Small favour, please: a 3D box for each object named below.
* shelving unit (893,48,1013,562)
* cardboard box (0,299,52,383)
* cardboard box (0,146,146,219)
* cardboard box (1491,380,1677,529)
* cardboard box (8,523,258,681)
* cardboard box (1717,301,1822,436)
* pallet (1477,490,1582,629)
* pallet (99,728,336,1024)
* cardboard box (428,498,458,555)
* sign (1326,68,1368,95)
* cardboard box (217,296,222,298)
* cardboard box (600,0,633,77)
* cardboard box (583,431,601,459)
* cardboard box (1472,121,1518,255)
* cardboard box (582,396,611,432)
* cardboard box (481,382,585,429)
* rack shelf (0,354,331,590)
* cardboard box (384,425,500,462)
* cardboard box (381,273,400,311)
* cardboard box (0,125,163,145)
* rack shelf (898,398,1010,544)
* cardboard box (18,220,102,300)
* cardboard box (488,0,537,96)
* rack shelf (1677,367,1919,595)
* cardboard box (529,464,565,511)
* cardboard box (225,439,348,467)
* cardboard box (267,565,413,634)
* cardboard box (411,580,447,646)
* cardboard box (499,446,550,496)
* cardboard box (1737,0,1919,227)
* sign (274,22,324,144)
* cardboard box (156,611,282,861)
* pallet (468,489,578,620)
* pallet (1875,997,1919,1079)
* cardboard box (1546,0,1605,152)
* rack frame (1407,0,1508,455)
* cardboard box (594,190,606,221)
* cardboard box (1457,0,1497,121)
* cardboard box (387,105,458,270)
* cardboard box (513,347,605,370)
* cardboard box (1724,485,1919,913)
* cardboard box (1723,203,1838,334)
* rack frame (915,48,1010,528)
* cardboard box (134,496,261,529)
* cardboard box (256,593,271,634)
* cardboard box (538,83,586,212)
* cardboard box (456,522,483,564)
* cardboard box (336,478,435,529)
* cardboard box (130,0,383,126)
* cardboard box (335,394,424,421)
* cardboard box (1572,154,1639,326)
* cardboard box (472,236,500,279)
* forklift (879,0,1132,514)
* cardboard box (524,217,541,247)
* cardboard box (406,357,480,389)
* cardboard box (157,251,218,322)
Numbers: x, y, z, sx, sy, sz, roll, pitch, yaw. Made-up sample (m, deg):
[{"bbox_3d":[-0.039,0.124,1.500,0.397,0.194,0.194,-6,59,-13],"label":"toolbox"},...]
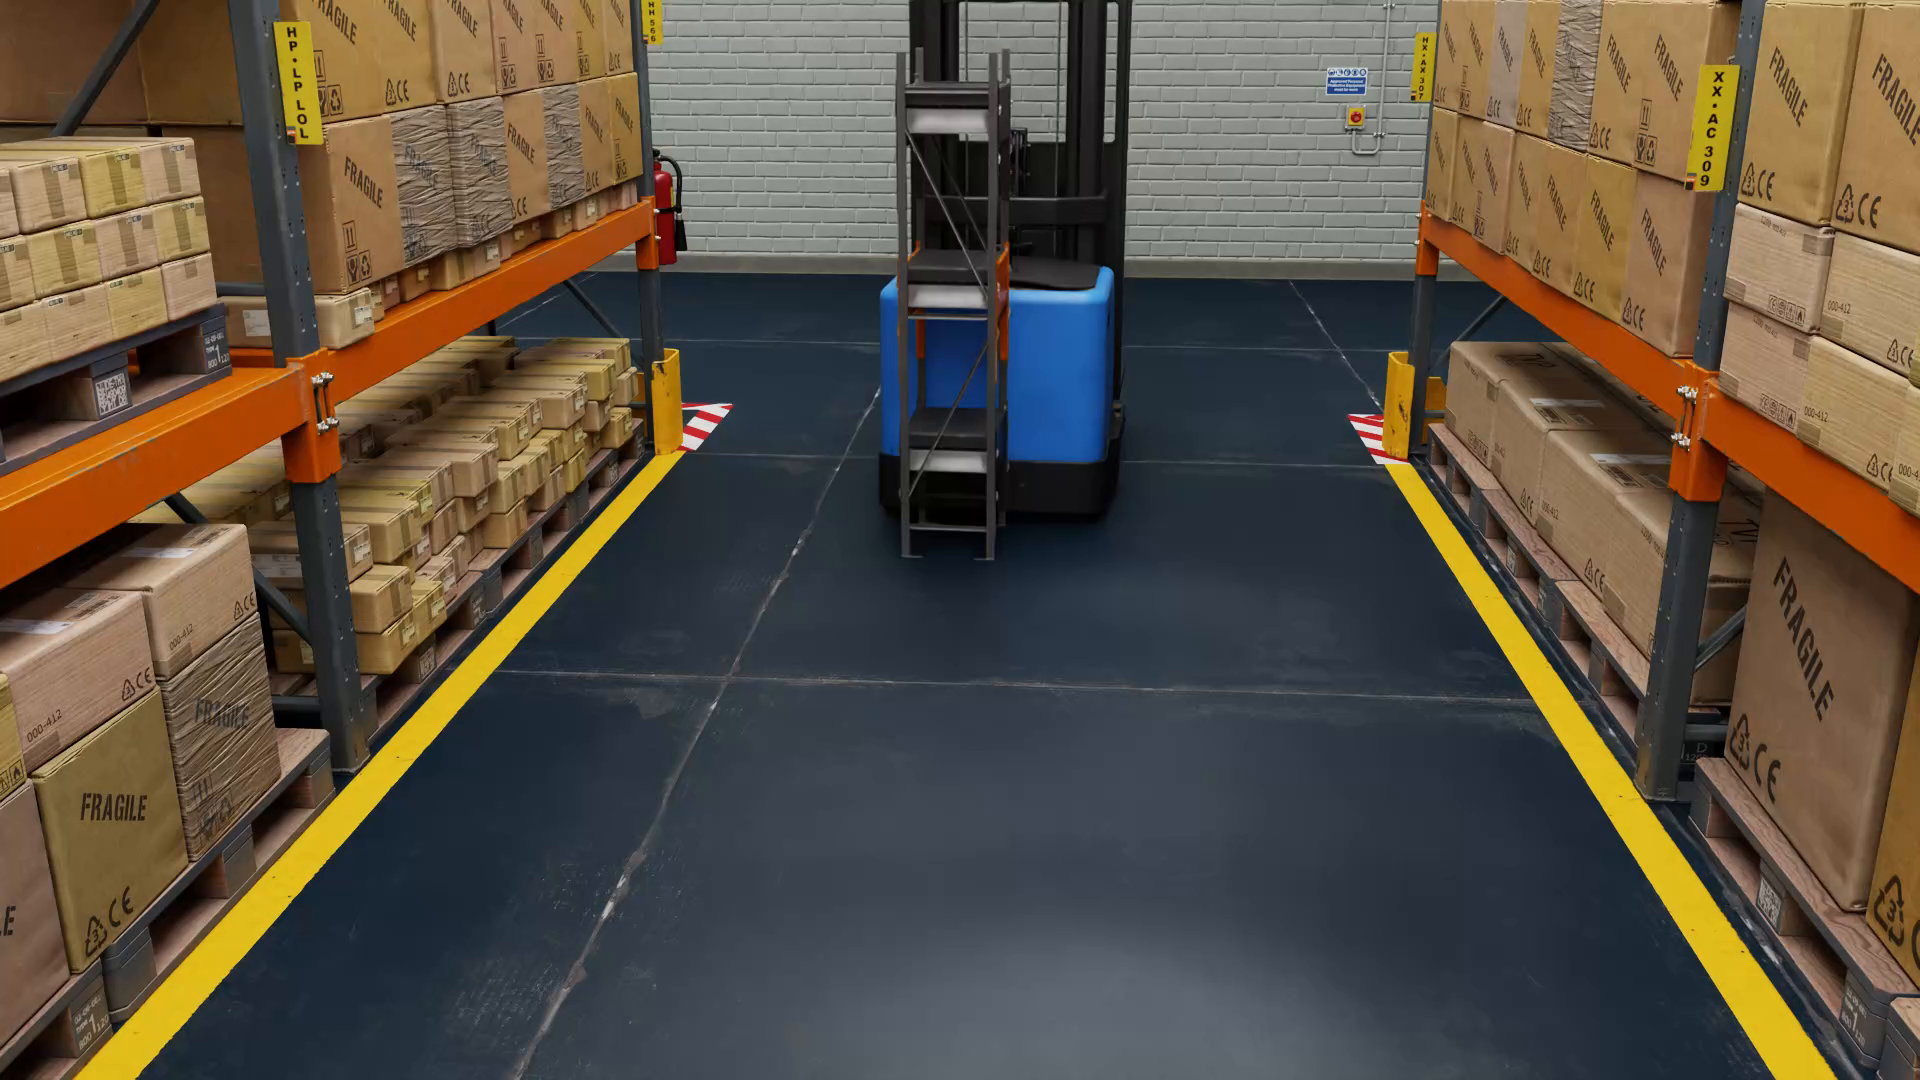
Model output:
[{"bbox_3d":[-0.021,-0.987,7.063,0.431,2.100,0.503,2,18,7],"label":"shelving unit"},{"bbox_3d":[-2.266,-0.437,3.668,0.380,0.149,0.250,0,18,1],"label":"cardboard box"},{"bbox_3d":[-2.231,-0.871,4.037,0.380,0.149,0.250,1,18,2],"label":"cardboard box"},{"bbox_3d":[2.848,-0.374,7.187,0.875,0.438,0.875,2,18,5],"label":"cardboard box"},{"bbox_3d":[-2.180,0.149,4.288,0.500,0.250,0.500,1,18,2],"label":"cardboard box"},{"bbox_3d":[2.271,-0.439,4.187,0.500,0.250,0.500,1,18,3],"label":"cardboard box"},{"bbox_3d":[2.783,0.070,6.872,1.003,0.211,1.213,1,18,4],"label":"pallet"},{"bbox_3d":[-2.433,0.847,4.500,1.003,0.211,1.213,1,18,4],"label":"pallet"},{"bbox_3d":[-2.101,-0.053,6.193,0.380,0.149,0.250,0,18,1],"label":"cardboard box"},{"bbox_3d":[3.190,-3.784,13.719,0.327,0.218,0.001,1,18,4],"label":"sign"},{"bbox_3d":[-2.603,-0.859,5.631,0.380,0.149,0.250,2,18,6],"label":"cardboard box"},{"bbox_3d":[-1.876,-2.479,7.927,0.500,0.500,0.500,1,18,3],"label":"cardboard box"},{"bbox_3d":[-1.944,-0.477,7.966,0.380,0.149,0.250,1,18,4],"label":"cardboard box"},{"bbox_3d":[2.469,-1.473,6.941,0.500,0.500,0.500,1,18,4],"label":"cardboard box"},{"bbox_3d":[-1.880,-0.617,7.915,0.380,0.149,0.250,1,18,2],"label":"cardboard box"},{"bbox_3d":[-1.890,-0.596,7.374,0.380,0.149,0.250,2,18,6],"label":"cardboard box"},{"bbox_3d":[-2.522,0.243,3.020,1.077,0.370,4.000,1,18,4],"label":"rack shelf"},{"bbox_3d":[-2.066,-0.359,6.651,0.380,0.149,0.250,1,18,2],"label":"cardboard box"},{"bbox_3d":[-2.121,-0.847,5.596,0.380,0.149,0.250,0,18,1],"label":"cardboard box"},{"bbox_3d":[-2.626,-1.066,5.220,0.500,0.500,0.500,1,18,4],"label":"cardboard box"},{"bbox_3d":[-0.021,-0.309,7.285,0.431,0.518,0.480,2,18,7],"label":"rack shelf"},{"bbox_3d":[-2.248,-0.655,3.856,0.380,0.149,0.250,2,18,6],"label":"cardboard box"},{"bbox_3d":[-1.976,-1.996,6.452,0.500,0.500,0.500,1,18,2],"label":"cardboard box"},{"bbox_3d":[2.423,0.322,2.779,1.077,0.370,4.000,1,18,4],"label":"rack shelf"},{"bbox_3d":[-1.944,-0.235,7.227,0.380,0.149,0.250,2,18,5],"label":"cardboard box"},{"bbox_3d":[-2.599,-0.287,6.430,0.380,0.149,0.250,0,18,1],"label":"cardboard box"},{"bbox_3d":[-2.033,0.188,5.458,0.380,0.149,0.250,2,18,6],"label":"cardboard box"},{"bbox_3d":[-2.013,0.246,5.758,0.380,0.149,0.250,2,18,6],"label":"cardboard box"},{"bbox_3d":[-1.934,-0.291,6.919,0.380,0.149,0.250,1,18,4],"label":"cardboard box"},{"bbox_3d":[2.248,-1.034,3.994,0.500,0.500,0.500,1,18,5],"label":"cardboard box"},{"bbox_3d":[-1.825,-1.259,4.589,0.100,0.325,0.005,1,18,4],"label":"sign"},{"bbox_3d":[-2.180,0.503,4.409,0.500,0.500,0.500,1,18,3],"label":"cardboard box"},{"bbox_3d":[-2.281,0.016,7.037,1.003,0.211,1.213,1,18,4],"label":"pallet"},{"bbox_3d":[2.501,1.305,3.101,1.003,0.211,1.213,1,18,4],"label":"pallet"},{"bbox_3d":[2.396,-1.632,5.821,0.500,0.500,0.500,2,18,5],"label":"cardboard box"},{"bbox_3d":[2.853,-1.884,8.354,1.000,3.000,0.127,1,18,4],"label":"rack frame"},{"bbox_3d":[-1.891,-1.581,7.834,0.380,0.149,0.250,1,18,3],"label":"cardboard box"},{"bbox_3d":[2.504,-2.103,7.257,0.500,0.500,0.500,1,18,2],"label":"cardboard box"},{"bbox_3d":[-2.063,-1.211,5.664,0.500,0.500,0.500,1,18,4],"label":"cardboard box"},{"bbox_3d":[-1.952,-0.843,8.128,0.380,0.149,0.250,2,18,5],"label":"cardboard box"},{"bbox_3d":[2.601,0.363,4.235,0.875,0.875,0.875,2,18,6],"label":"cardboard box"},{"bbox_3d":[2.253,-0.677,4.110,0.500,0.250,0.500,1,18,2],"label":"cardboard box"},{"bbox_3d":[0.010,-1.062,7.293,0.400,2.100,0.015,2,18,7],"label":"rack frame"},{"bbox_3d":[-2.634,-0.044,5.690,0.380,0.149,0.250,2,18,5],"label":"cardboard box"},{"bbox_3d":[-2.588,0.227,5.818,0.380,0.149,0.250,2,18,5],"label":"cardboard box"},{"bbox_3d":[-1.936,-1.689,7.121,0.500,0.500,0.500,1,18,4],"label":"cardboard box"},{"bbox_3d":[-2.094,0.004,6.499,0.380,0.149,0.250,1,18,2],"label":"cardboard box"},{"bbox_3d":[-2.099,-0.114,5.902,0.380,0.149,0.250,1,18,3],"label":"cardboard box"},{"bbox_3d":[-2.103,-1.519,4.998,0.500,0.500,0.500,2,18,5],"label":"cardboard box"},{"bbox_3d":[-2.543,-0.526,7.159,0.380,0.149,0.250,2,18,5],"label":"cardboard box"},{"bbox_3d":[2.376,-0.998,5.492,0.500,0.500,0.500,1,18,3],"label":"cardboard box"},{"bbox_3d":[-1.986,-1.092,6.341,0.380,0.149,0.250,2,18,6],"label":"cardboard box"},{"bbox_3d":[0.326,-1.927,8.597,1.130,2.935,3.031,2,18,7],"label":"forklift"},{"bbox_3d":[-2.013,-1.338,7.091,0.380,0.149,0.250,1,18,2],"label":"cardboard box"},{"bbox_3d":[-2.514,-0.771,7.908,0.380,0.149,0.250,1,18,4],"label":"cardboard box"},{"bbox_3d":[-2.209,-0.673,4.388,0.380,0.149,0.250,1,18,3],"label":"cardboard box"}]
